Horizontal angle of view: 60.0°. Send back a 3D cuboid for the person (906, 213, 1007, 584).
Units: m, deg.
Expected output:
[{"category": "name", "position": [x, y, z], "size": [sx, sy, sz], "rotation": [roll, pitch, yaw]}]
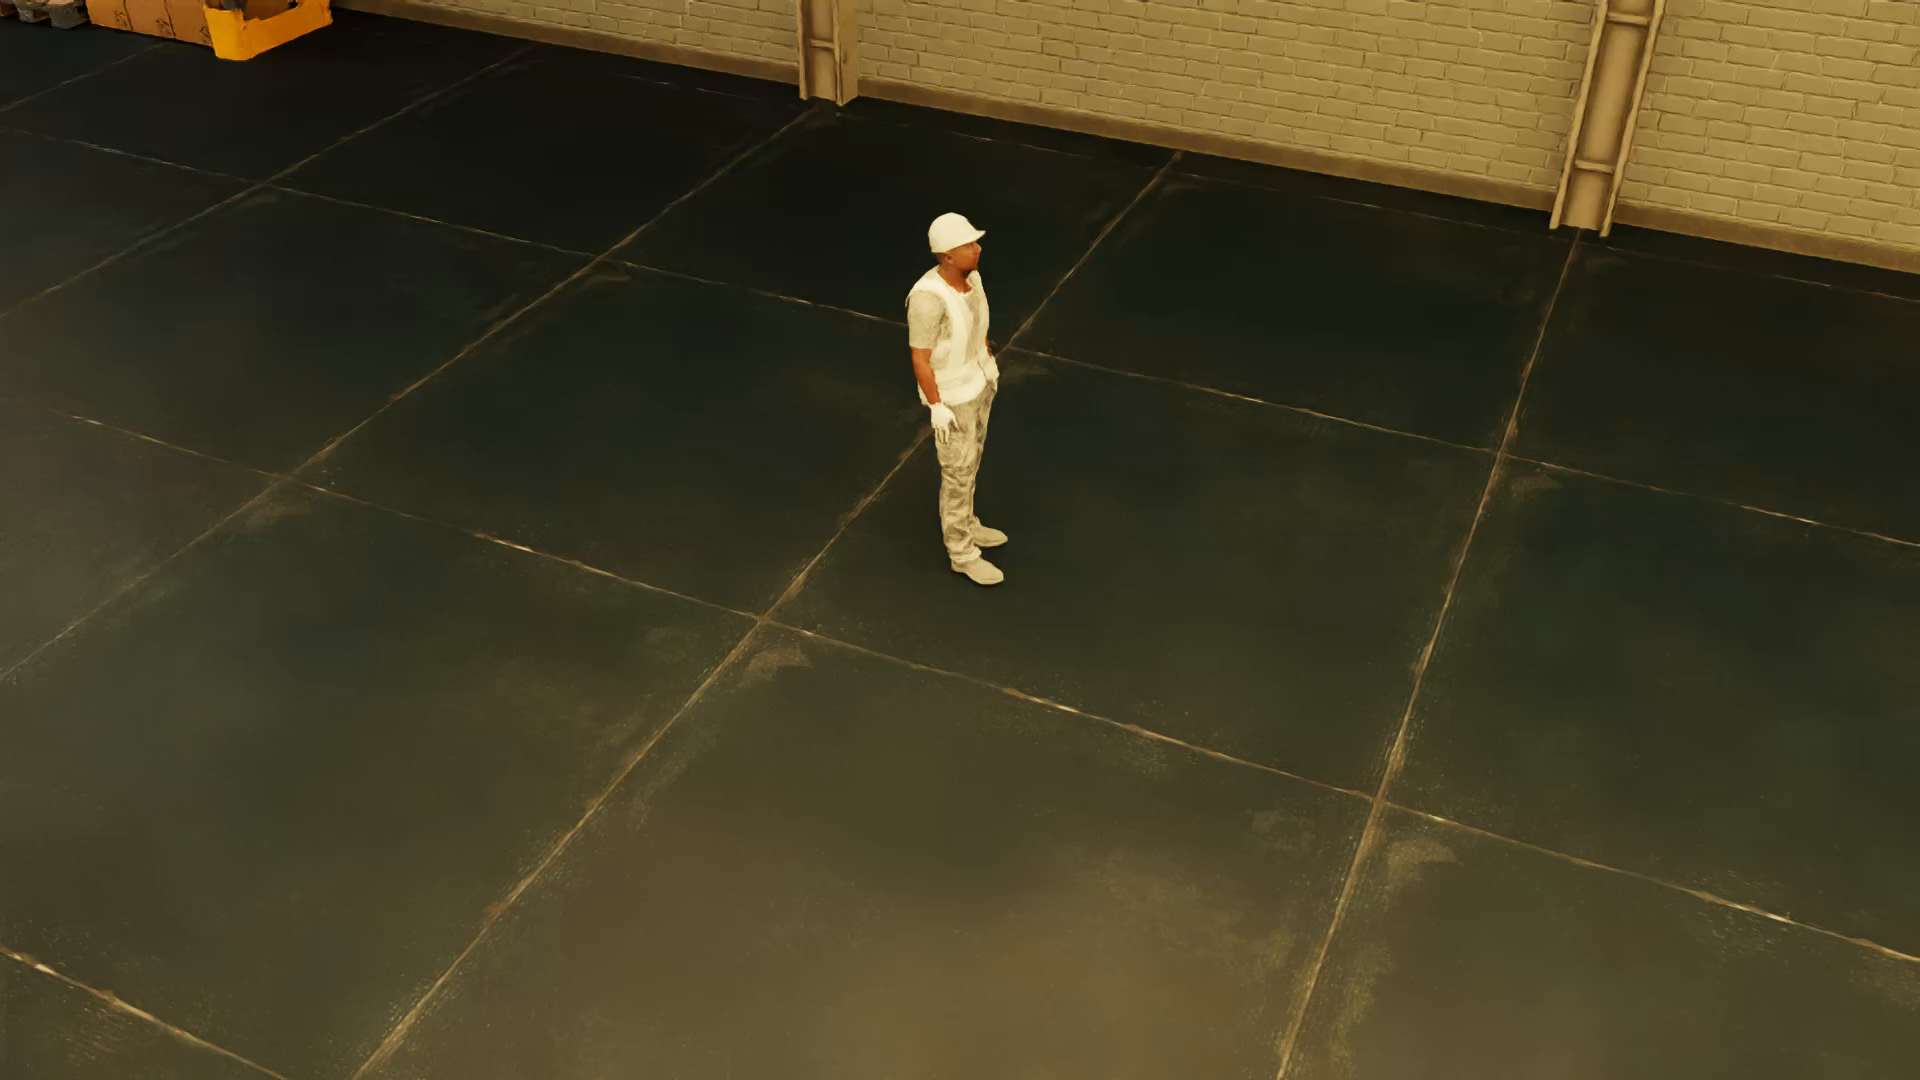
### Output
[{"category": "person", "position": [0.062, -0.710, 8.059], "size": [0.576, 1.782, 0.655], "rotation": [15, 38, 20]}]
